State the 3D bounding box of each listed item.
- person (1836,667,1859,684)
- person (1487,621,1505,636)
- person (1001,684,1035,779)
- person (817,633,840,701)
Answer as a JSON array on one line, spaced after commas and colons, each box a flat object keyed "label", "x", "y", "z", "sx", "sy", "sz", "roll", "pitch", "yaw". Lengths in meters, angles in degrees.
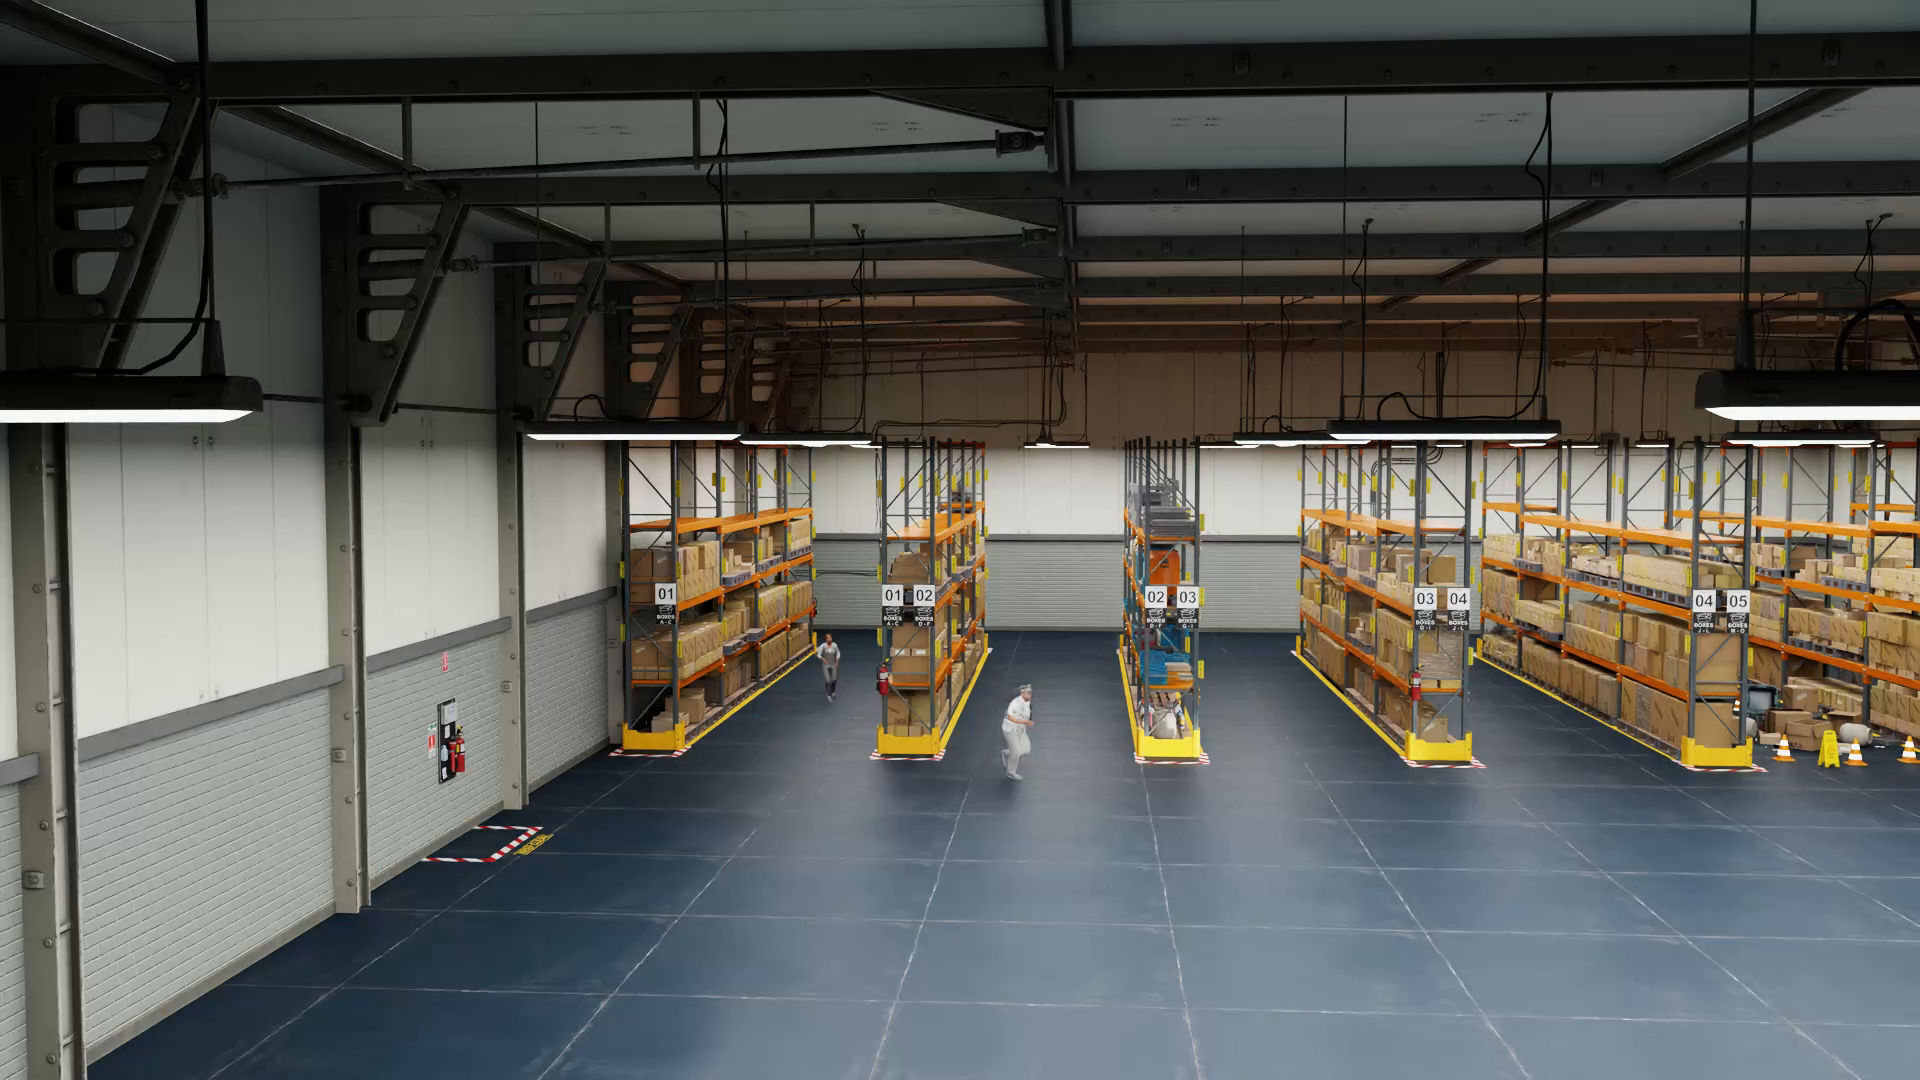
[{"label": "person", "x": 21.682, "y": 2.736, "z": 40.660, "sx": 0.589, "sy": 1.733, "sz": 0.744, "roll": 0, "pitch": 3, "yaw": -1}, {"label": "person", "x": 15.428, "y": 2.346, "z": 47.537, "sx": 0.673, "sy": 1.702, "sz": 0.794, "roll": 1, "pitch": 3, "yaw": 24}, {"label": "person", "x": 1.010, "y": 3.337, "z": 29.015, "sx": 0.752, "sy": 1.702, "sz": 0.653, "roll": 2, "pitch": 4, "yaw": 38}, {"label": "person", "x": -2.982, "y": 2.904, "z": 37.915, "sx": 0.534, "sy": 1.561, "sz": 0.576, "roll": -1, "pitch": 3, "yaw": -10}]
